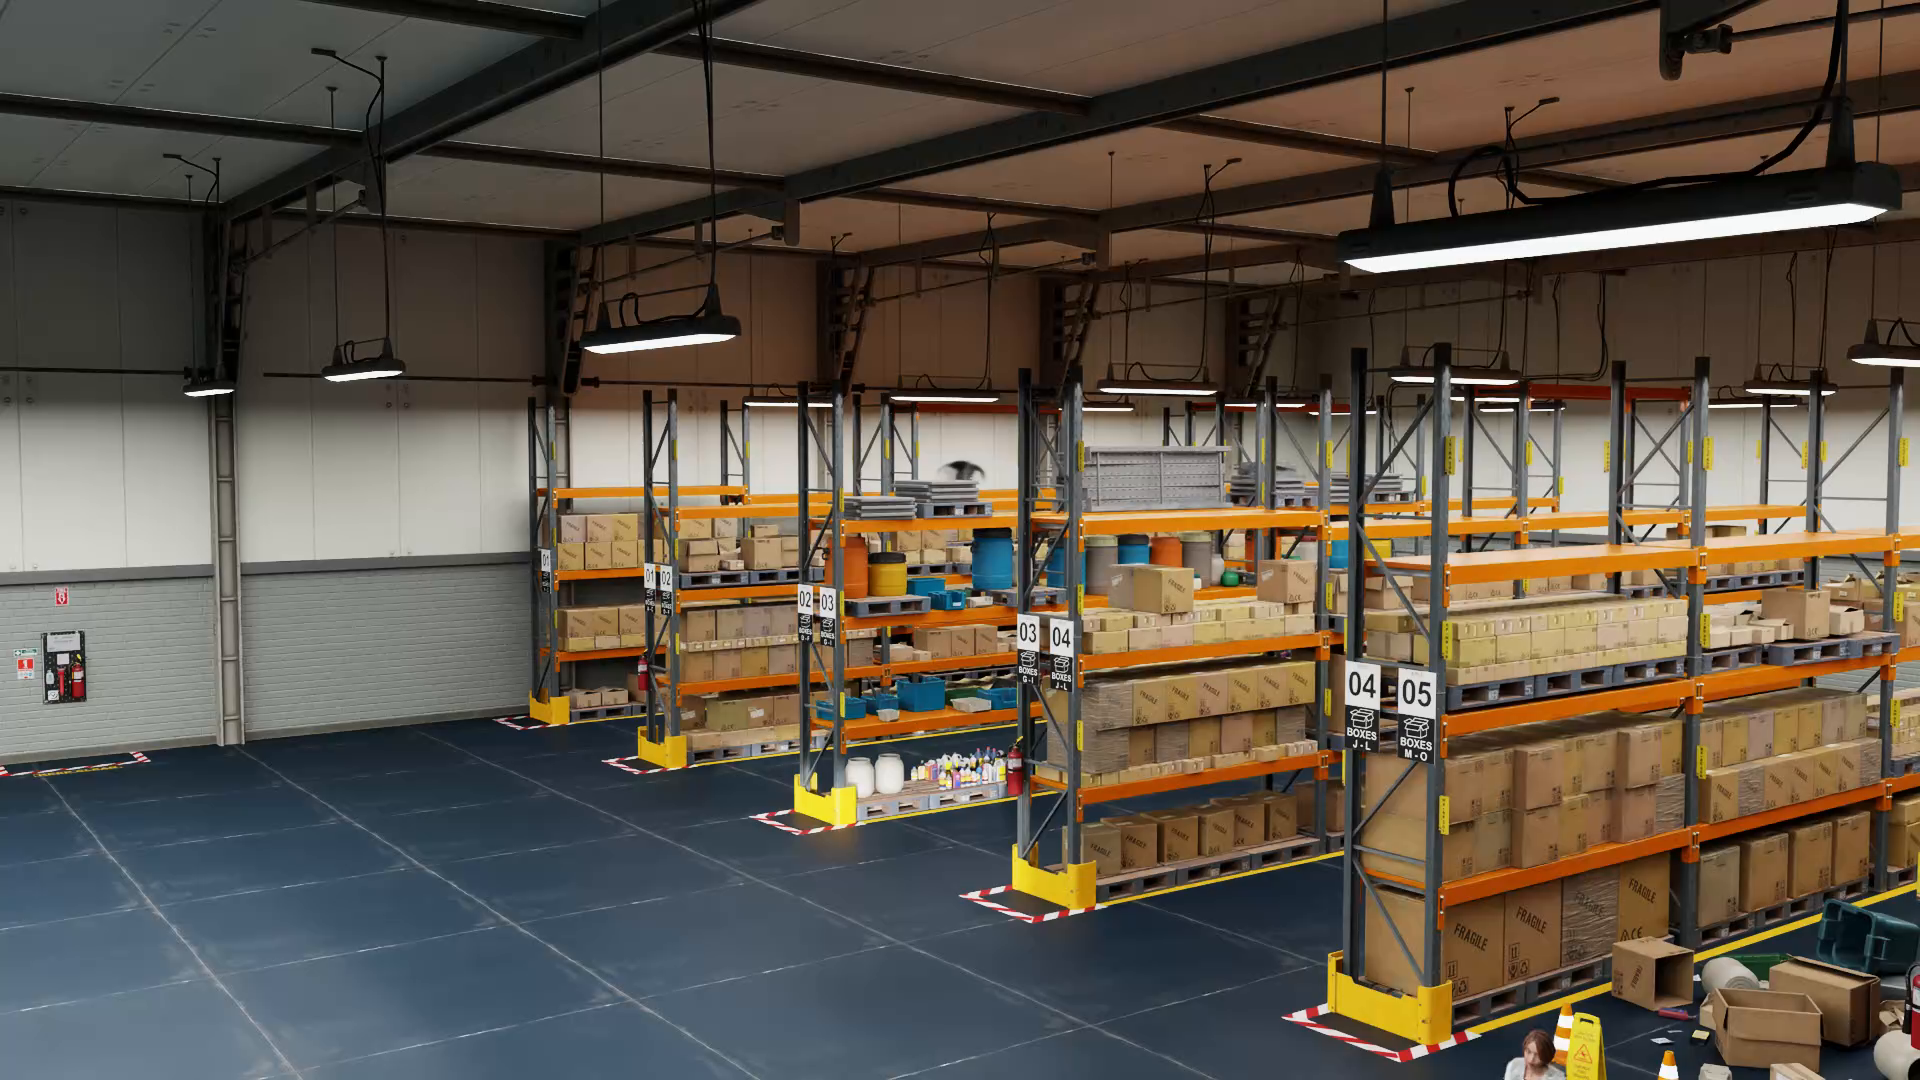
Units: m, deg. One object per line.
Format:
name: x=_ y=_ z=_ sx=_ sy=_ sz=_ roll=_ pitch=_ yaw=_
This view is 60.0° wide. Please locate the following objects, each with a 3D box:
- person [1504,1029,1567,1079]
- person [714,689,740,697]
person: x=3.593 y=3.768 z=10.466 sx=0.609 sy=1.532 sz=0.606 roll=2 pitch=4 yaw=35
person: x=-4.114 y=2.567 z=29.462 sx=0.712 sy=1.700 sz=0.790 roll=0 pitch=3 yaw=-8
